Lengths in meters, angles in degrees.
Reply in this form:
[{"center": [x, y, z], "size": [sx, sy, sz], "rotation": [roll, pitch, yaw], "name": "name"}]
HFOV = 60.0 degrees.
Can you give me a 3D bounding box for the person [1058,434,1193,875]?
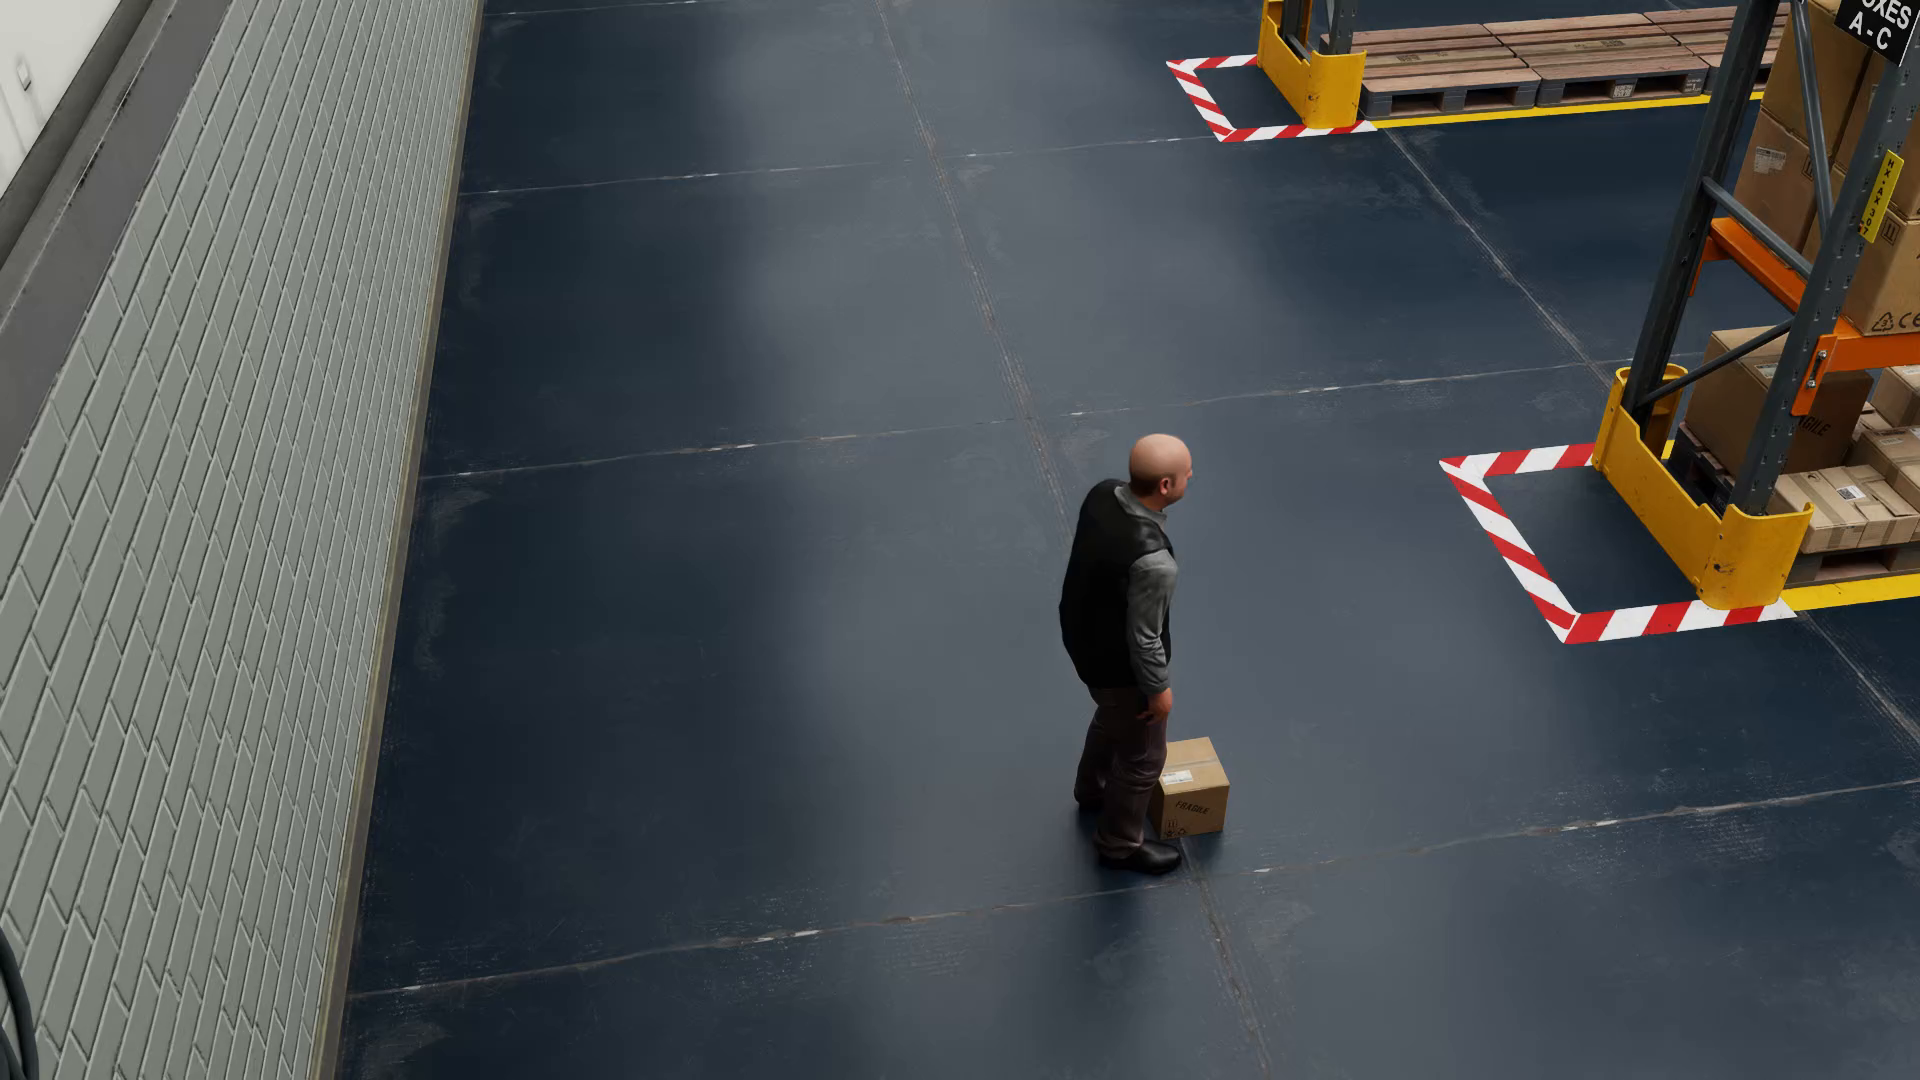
[{"center": [0.556, 0.422, 5.723], "size": [0.424, 1.617, 0.583], "rotation": [-8, 39, -10], "name": "person"}]
